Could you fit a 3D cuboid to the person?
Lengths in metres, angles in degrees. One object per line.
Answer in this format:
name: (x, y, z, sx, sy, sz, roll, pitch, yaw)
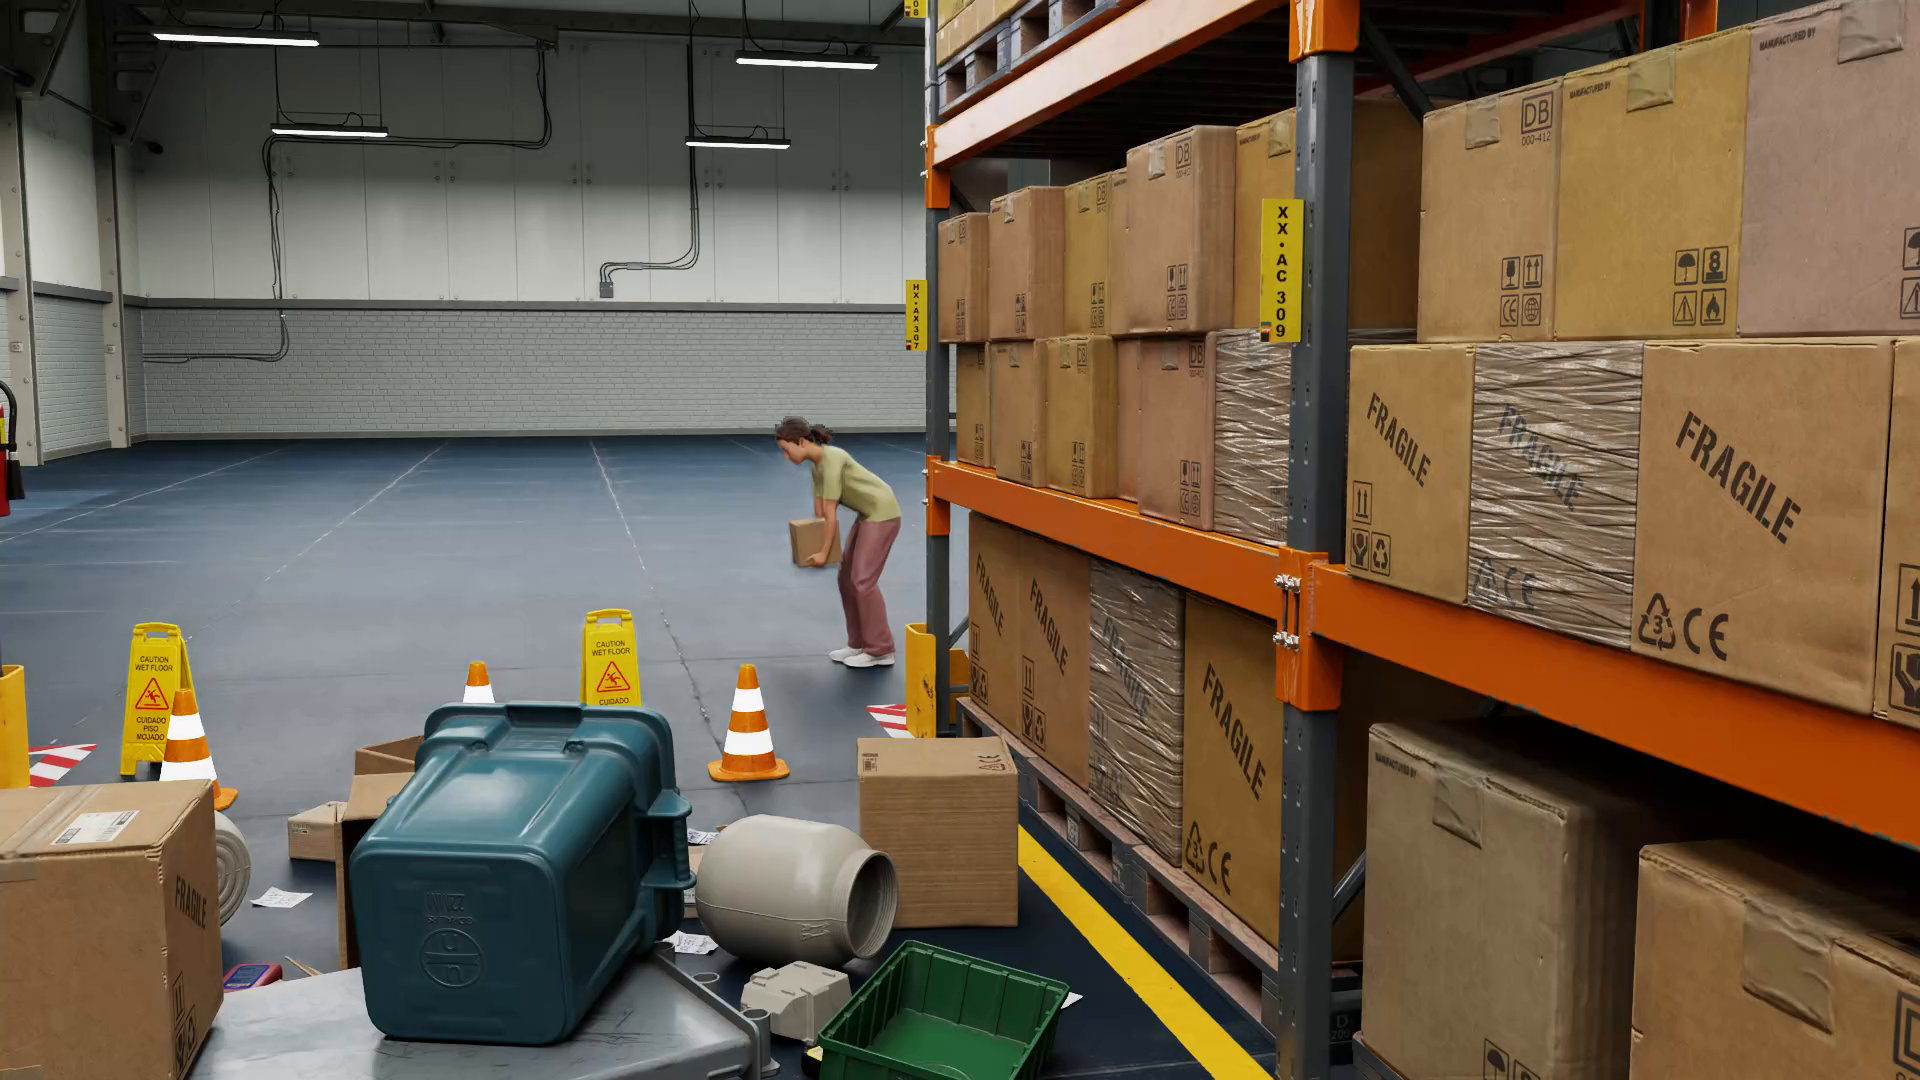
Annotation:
person: (-0.705, 0.010, 9.639, 0.730, 1.445, 0.398, -2, 6, -15)
